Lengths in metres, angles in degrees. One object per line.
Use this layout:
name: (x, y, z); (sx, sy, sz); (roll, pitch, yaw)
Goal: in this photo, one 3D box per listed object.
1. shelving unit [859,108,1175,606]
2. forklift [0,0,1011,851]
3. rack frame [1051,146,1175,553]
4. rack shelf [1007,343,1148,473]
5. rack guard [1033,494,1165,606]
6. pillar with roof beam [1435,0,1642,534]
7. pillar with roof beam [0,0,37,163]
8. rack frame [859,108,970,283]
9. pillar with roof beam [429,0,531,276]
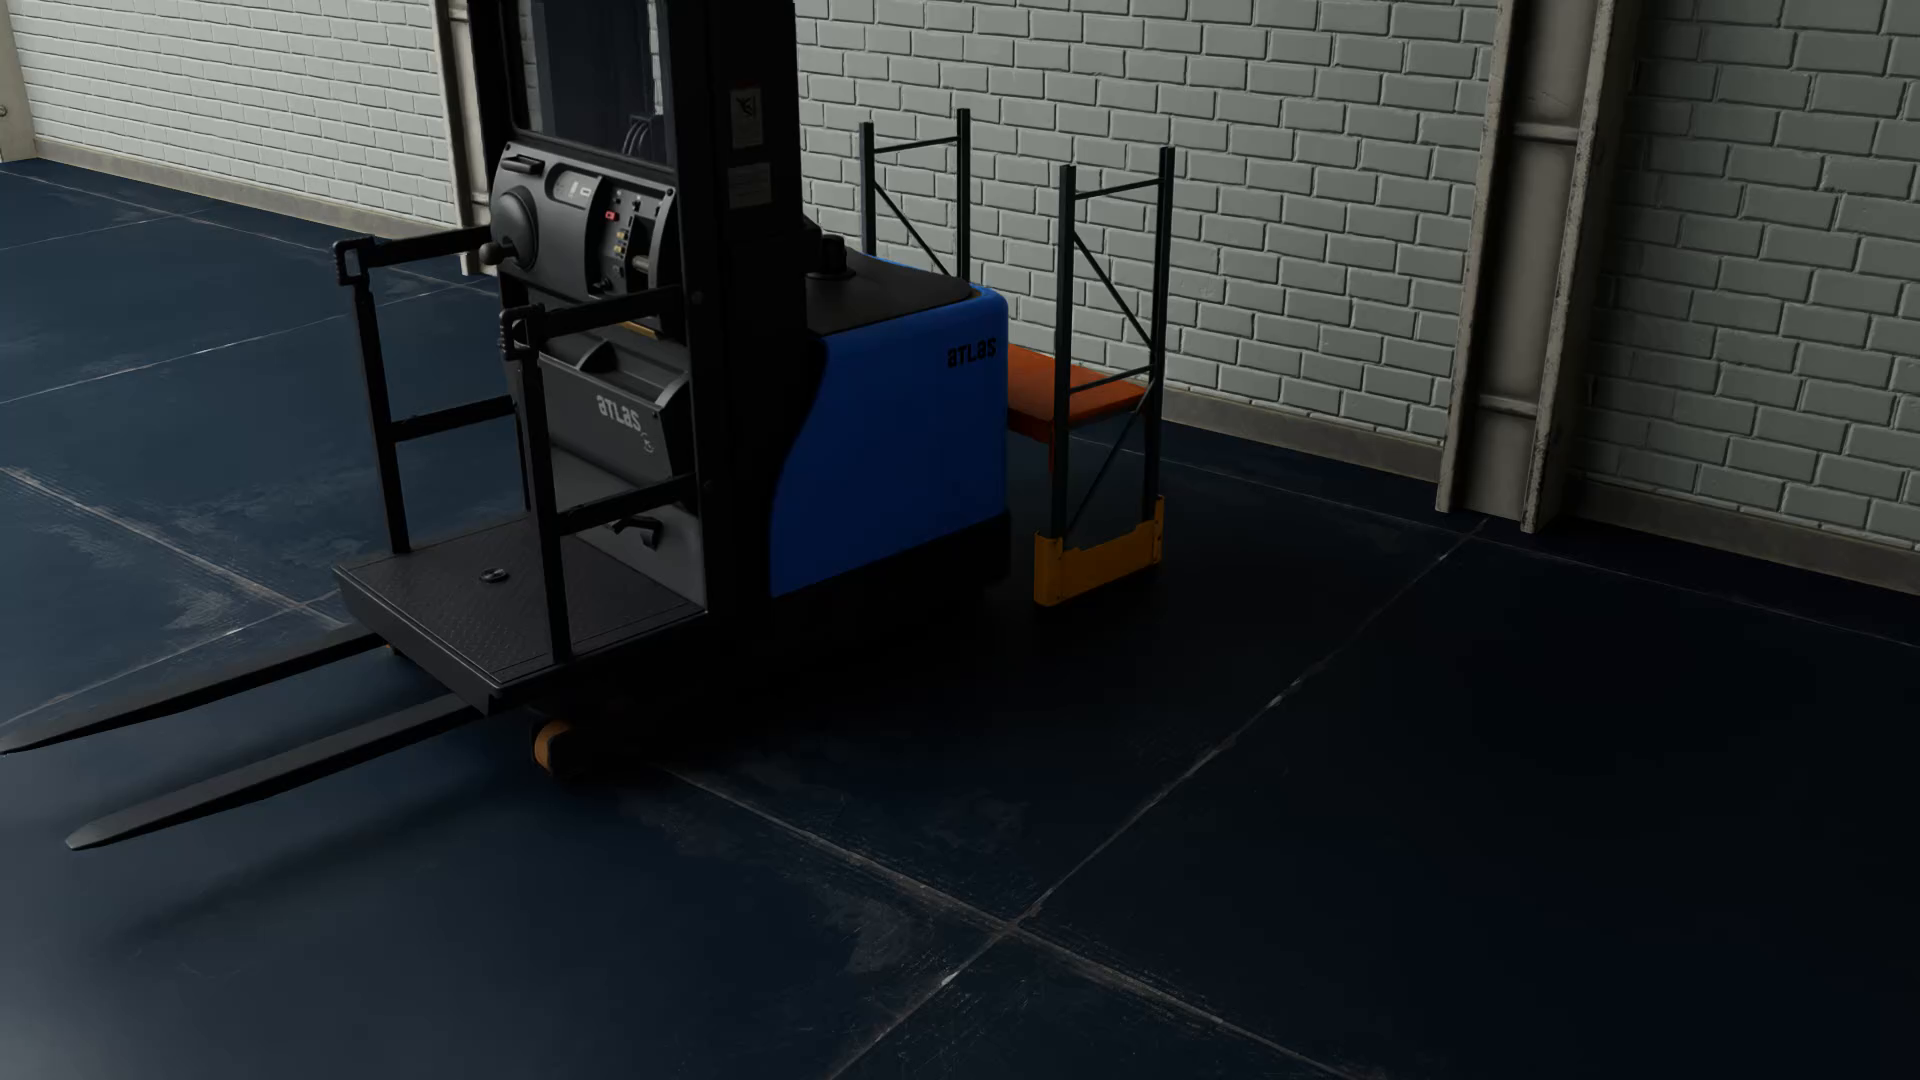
shelving unit: (0.169, -0.696, 5.970); (0.587, 1.500, 1.083); (-19, 30, -37)
forklift: (-1.251, -0.904, 4.666); (3.031, 2.935, 1.130); (-20, 31, -38)
rack frame: (0.508, -0.539, 5.613); (0.500, 1.500, 0.032); (-19, 30, -37)
rack shelf: (0.174, -0.529, 6.037); (0.538, 0.185, 1.000); (-19, 30, -37)
rack guard: (0.495, 0.027, 5.879); (0.587, 0.250, 0.087); (-19, 30, -37)
pillar with roof beam: (-0.471, -2.848, 1.554); (0.400, 9.000, 9.100); (17, 29, 33)
pillar with roof beam: (-10.073, -5.750, 8.140); (0.400, 9.000, 9.100); (17, 29, 33)
rack frame: (-0.159, -0.848, 6.315); (0.500, 1.500, 0.032); (-19, 30, -37)
pillar with roof beam: (-5.272, -4.299, 4.847); (0.400, 9.000, 9.100); (17, 29, 33)
